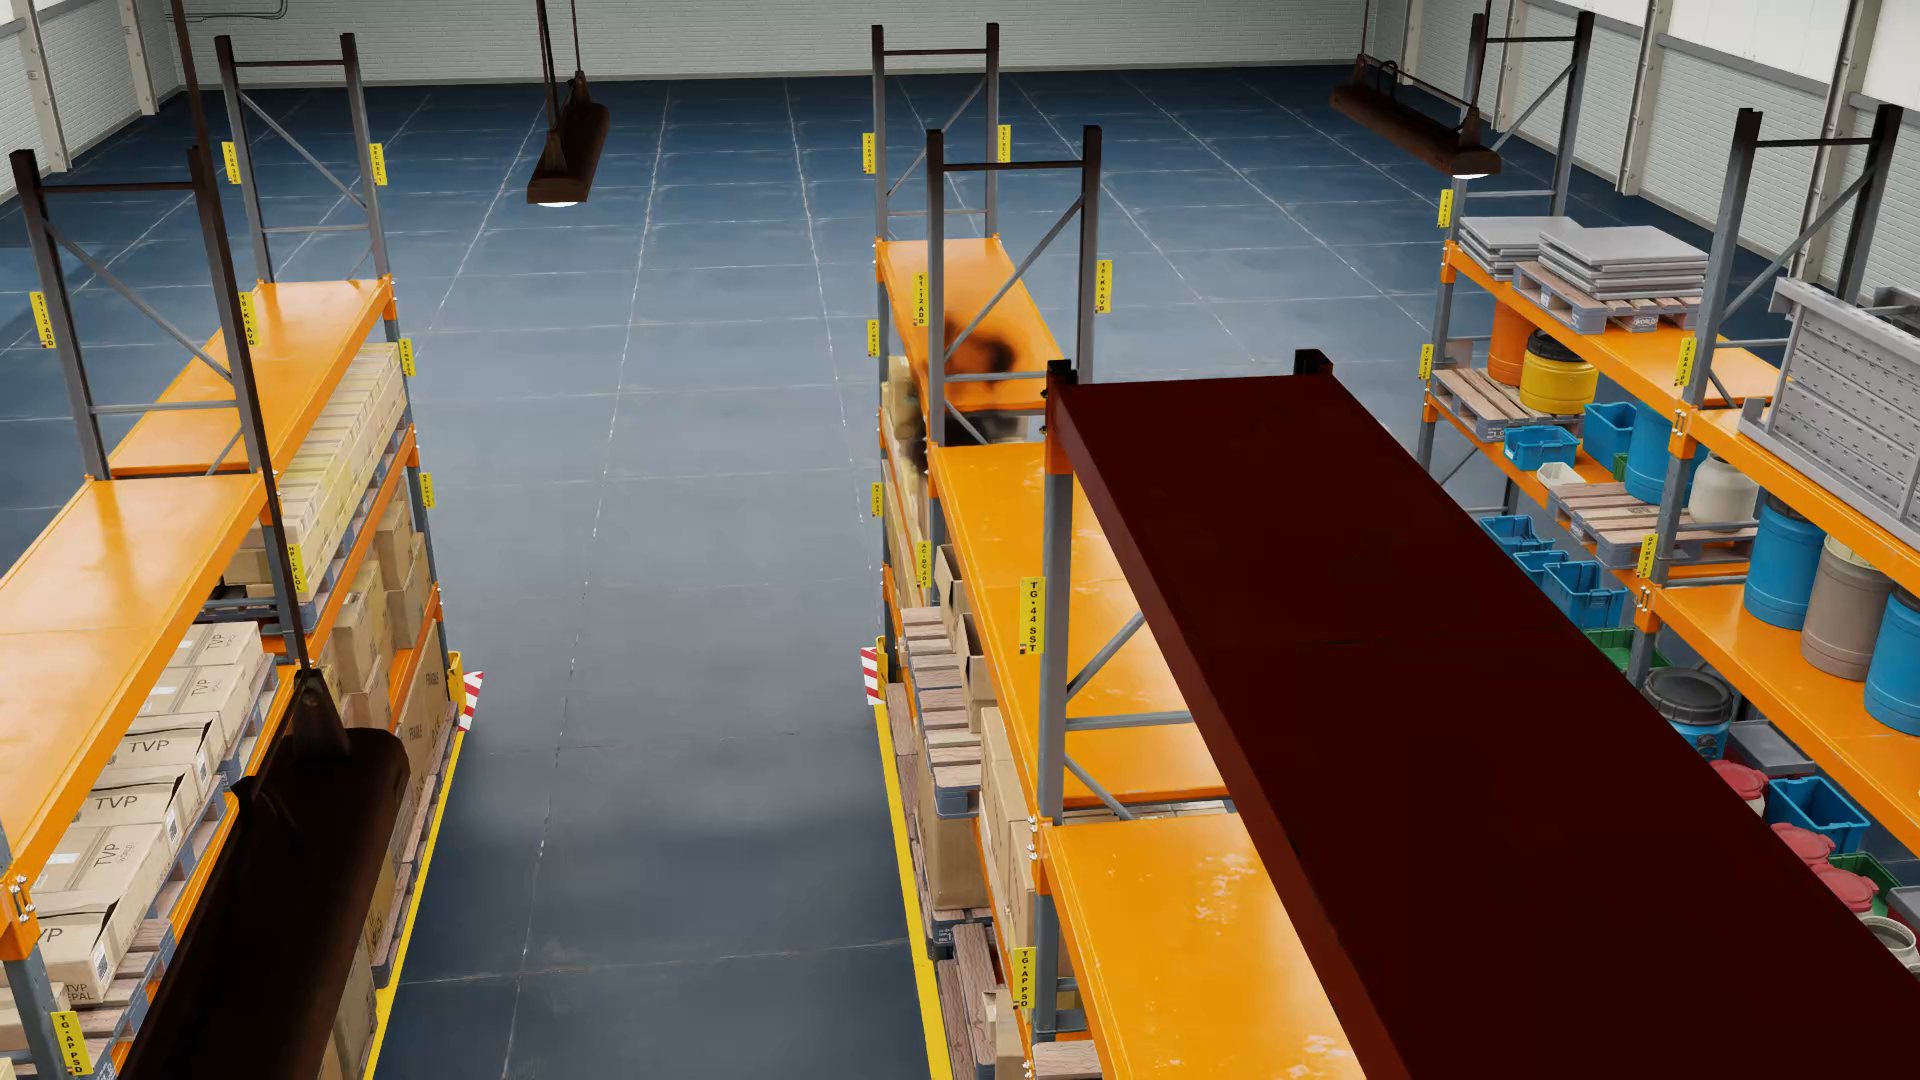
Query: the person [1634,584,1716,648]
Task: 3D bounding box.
[{"bbox_3d":[6.351,0.600,15.123,0.689,1.760,0.966,-3,26,-6],"label":"person"}]
